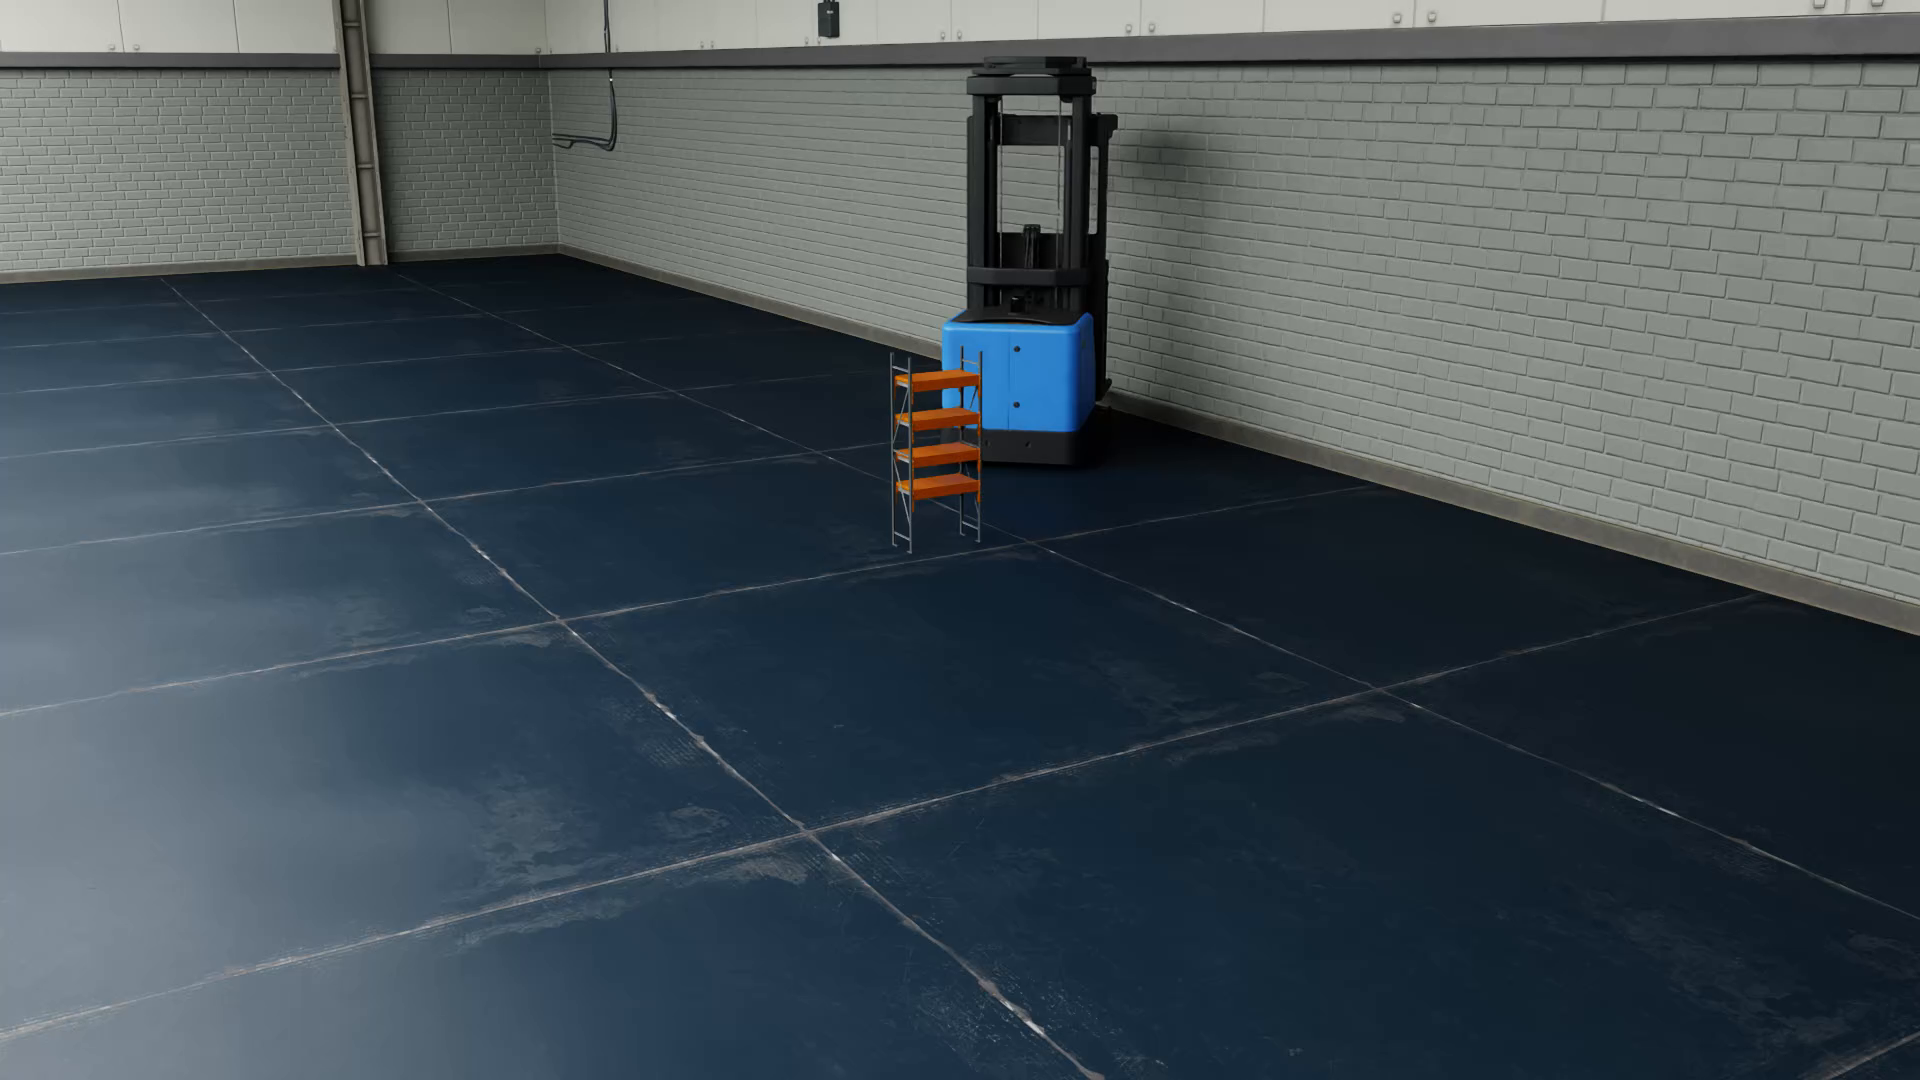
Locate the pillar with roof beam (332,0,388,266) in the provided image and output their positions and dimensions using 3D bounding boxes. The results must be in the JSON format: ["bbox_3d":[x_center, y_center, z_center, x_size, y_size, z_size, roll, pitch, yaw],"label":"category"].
[{"bbox_3d":[-6.782,-7.561,20.711,0.400,9.000,9.100,-9,18,-30],"label":"pillar with roof beam"}]

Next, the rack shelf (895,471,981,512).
[{"bbox_3d":[-0.142,-0.299,10.238,0.480,0.148,0.258,-9,18,-30],"label":"rack shelf"}]

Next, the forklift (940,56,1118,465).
[{"bbox_3d":[0.643,-2.312,13.226,1.130,2.935,3.031,3,16,11],"label":"forklift"}]

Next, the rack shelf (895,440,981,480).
[{"bbox_3d":[-0.142,-0.490,10.184,0.480,0.148,0.258,-9,18,-30],"label":"rack shelf"}]

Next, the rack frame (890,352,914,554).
[{"bbox_3d":[-0.351,-0.521,10.045,0.015,1.200,0.240,-9,18,-30],"label":"rack frame"}]

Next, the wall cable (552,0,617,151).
[{"bbox_3d":[-5.793,-7.166,25.053,0.112,2.526,3.097,-9,18,-30],"label":"wall cable"}]

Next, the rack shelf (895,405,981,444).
[{"bbox_3d":[-0.142,-0.705,10.124,0.480,0.148,0.258,-9,18,-30],"label":"rack shelf"}]

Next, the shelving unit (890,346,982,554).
[{"bbox_3d":[-0.142,-0.555,10.166,0.503,1.200,0.258,-9,18,-30],"label":"shelving unit"}]

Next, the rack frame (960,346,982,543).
[{"bbox_3d":[0.067,-0.589,10.287,0.015,1.200,0.240,-9,18,-30],"label":"rack frame"}]

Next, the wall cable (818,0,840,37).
[{"bbox_3d":[-0.917,-8.100,16.332,0.169,6.003,2.305,-9,18,-30],"label":"wall cable"}]

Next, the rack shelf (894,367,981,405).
[{"bbox_3d":[-0.142,-0.933,10.060,0.480,0.148,0.258,-9,18,-30],"label":"rack shelf"}]
